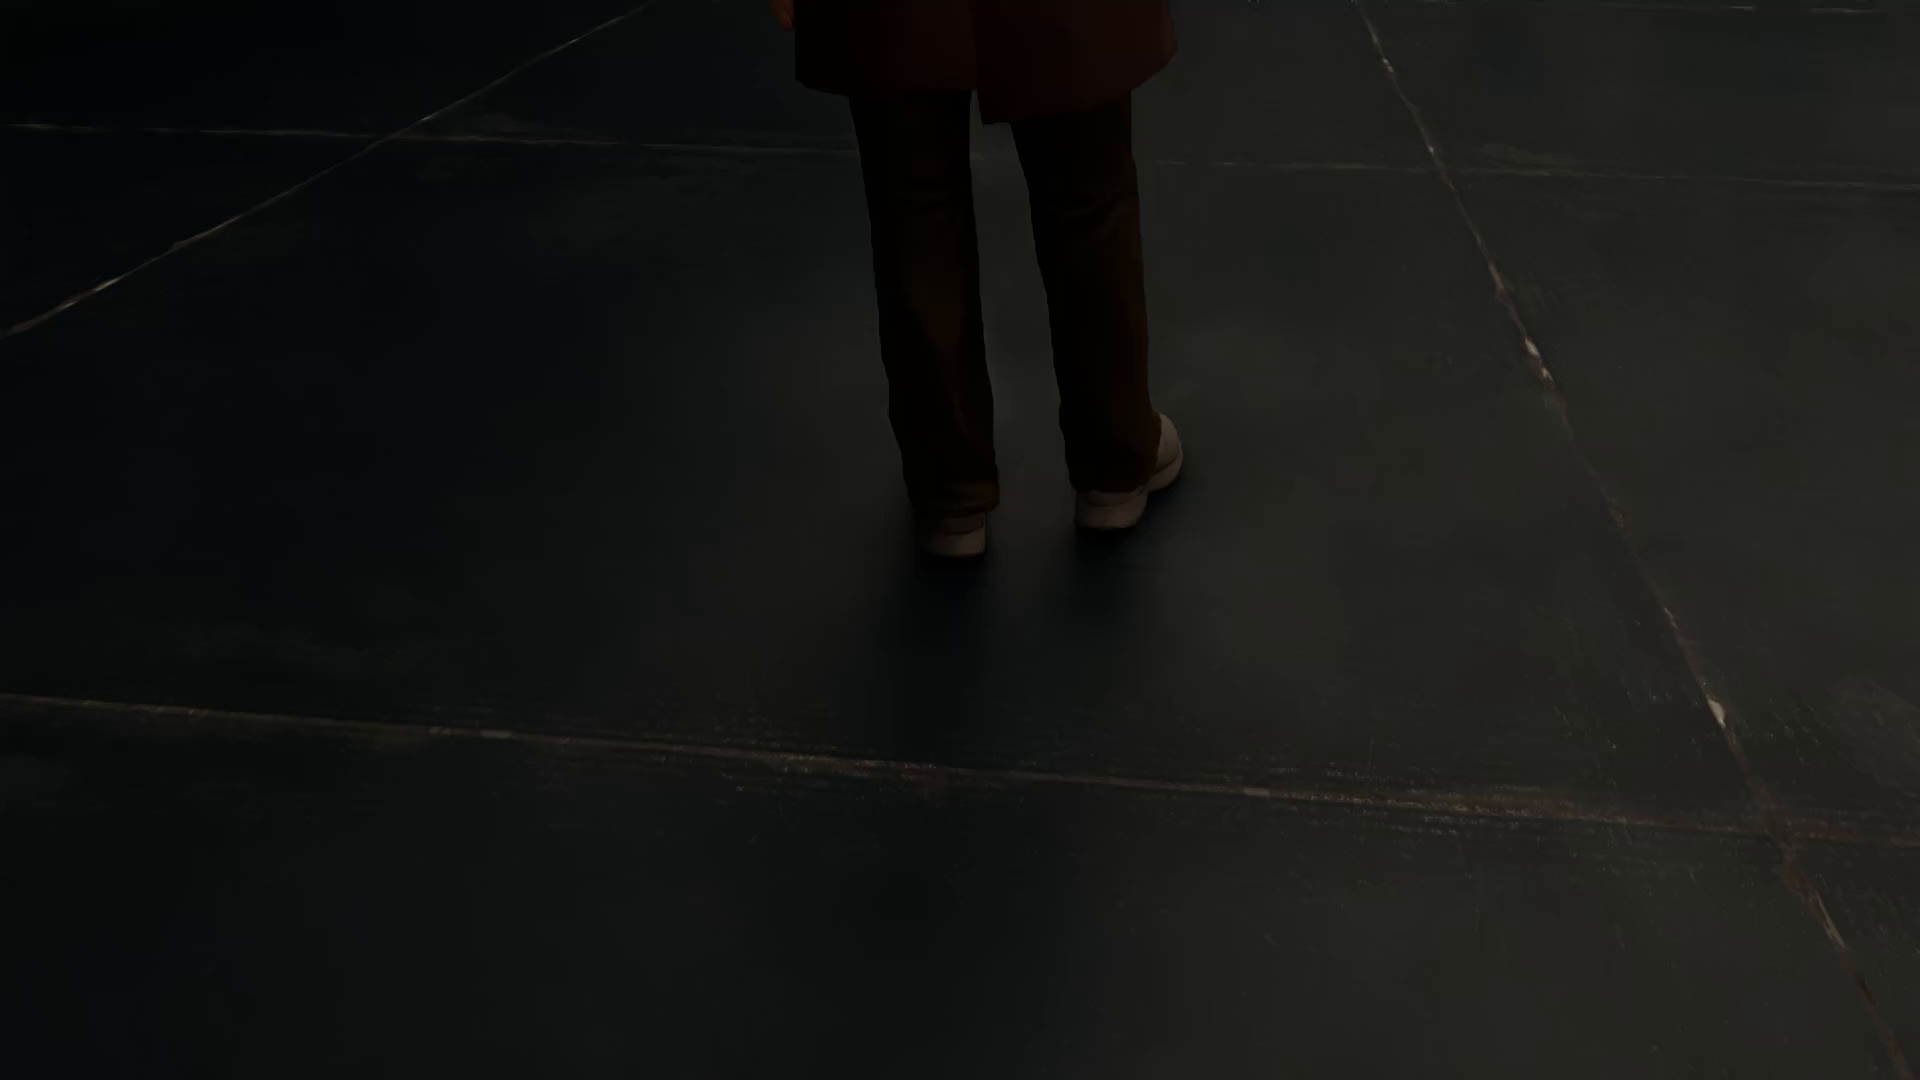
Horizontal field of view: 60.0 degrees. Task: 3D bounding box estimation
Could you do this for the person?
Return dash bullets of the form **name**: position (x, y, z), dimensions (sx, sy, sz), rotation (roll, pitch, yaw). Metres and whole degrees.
- **person**: position (0.017, -0.842, 2.180), dimensions (0.694, 1.776, 0.580), rotation (3, 27, 7)
